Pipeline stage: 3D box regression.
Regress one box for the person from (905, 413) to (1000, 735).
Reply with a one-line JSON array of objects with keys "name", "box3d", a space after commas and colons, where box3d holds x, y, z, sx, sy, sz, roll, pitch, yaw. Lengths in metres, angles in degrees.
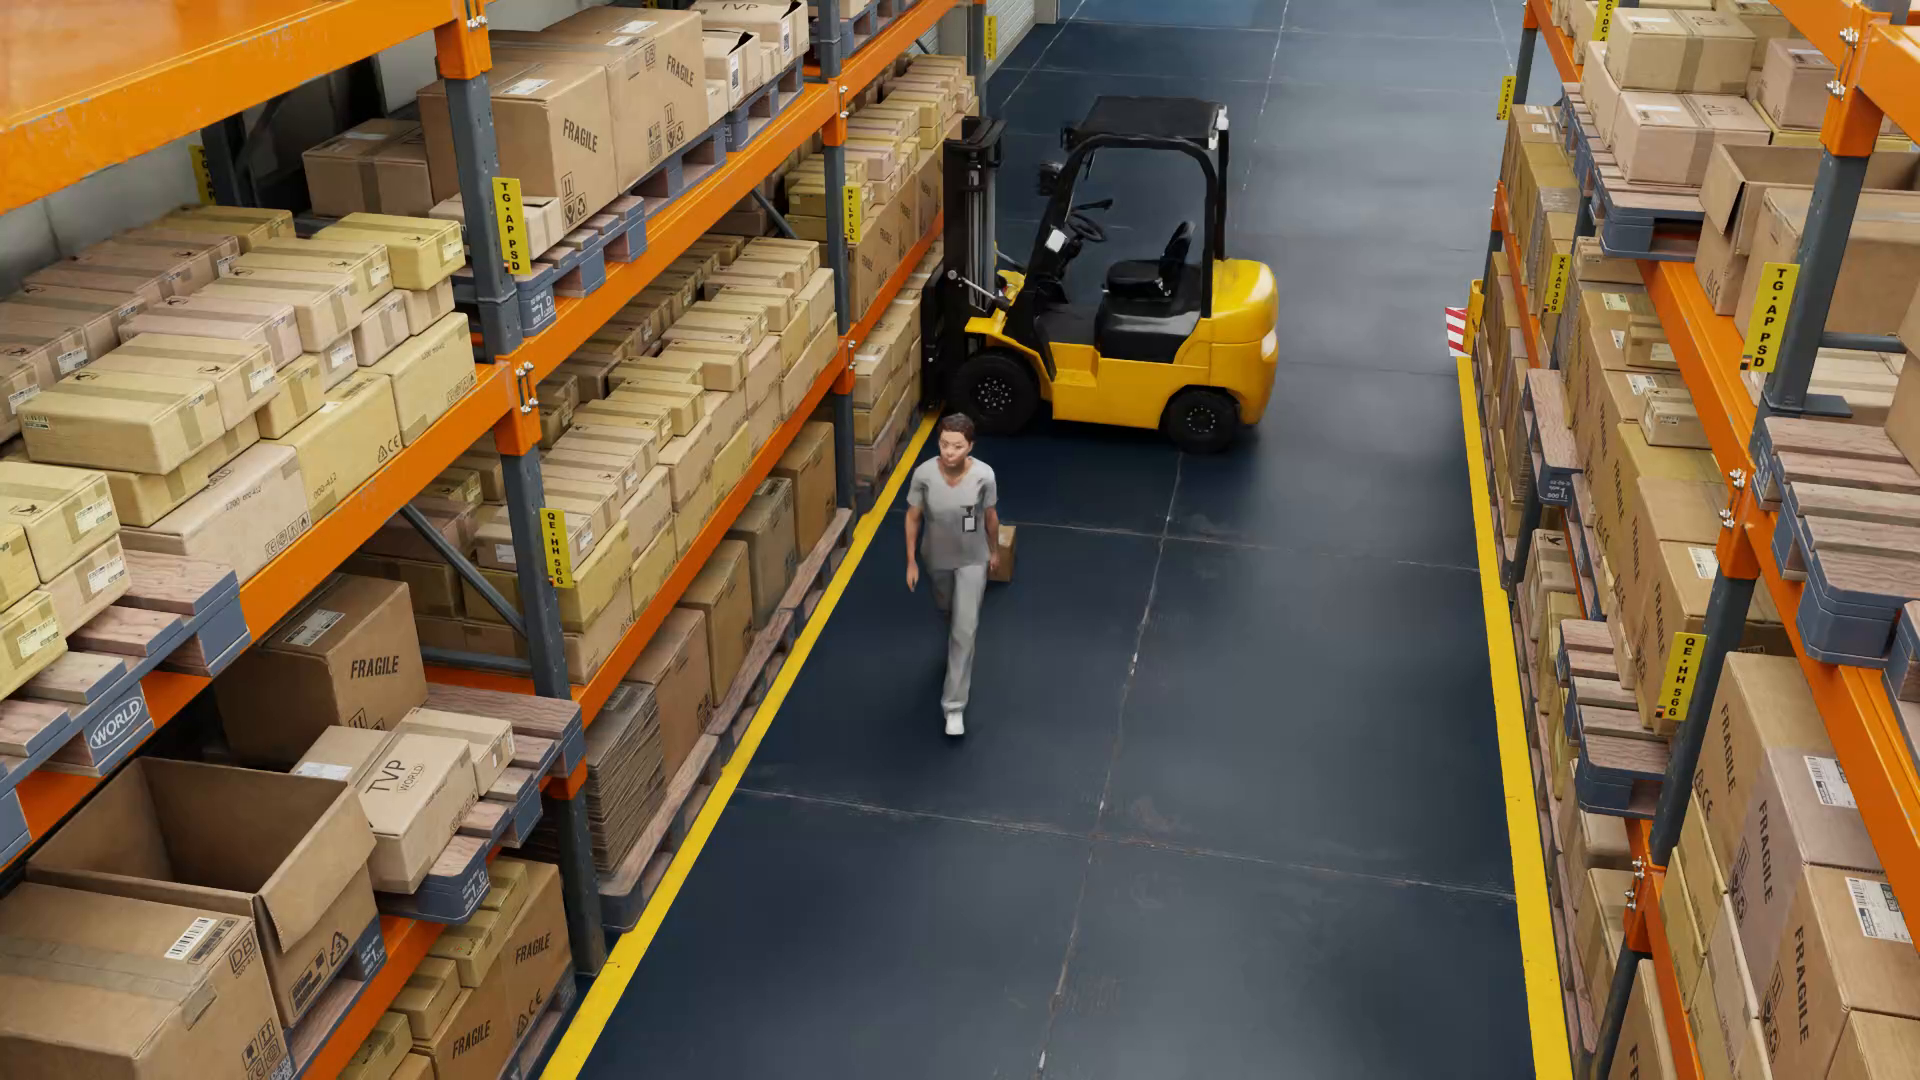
[{"name": "person", "box3d": [-0.036, 0.076, 8.500, 0.461, 1.619, 1.047, 5, 29, 9]}]
